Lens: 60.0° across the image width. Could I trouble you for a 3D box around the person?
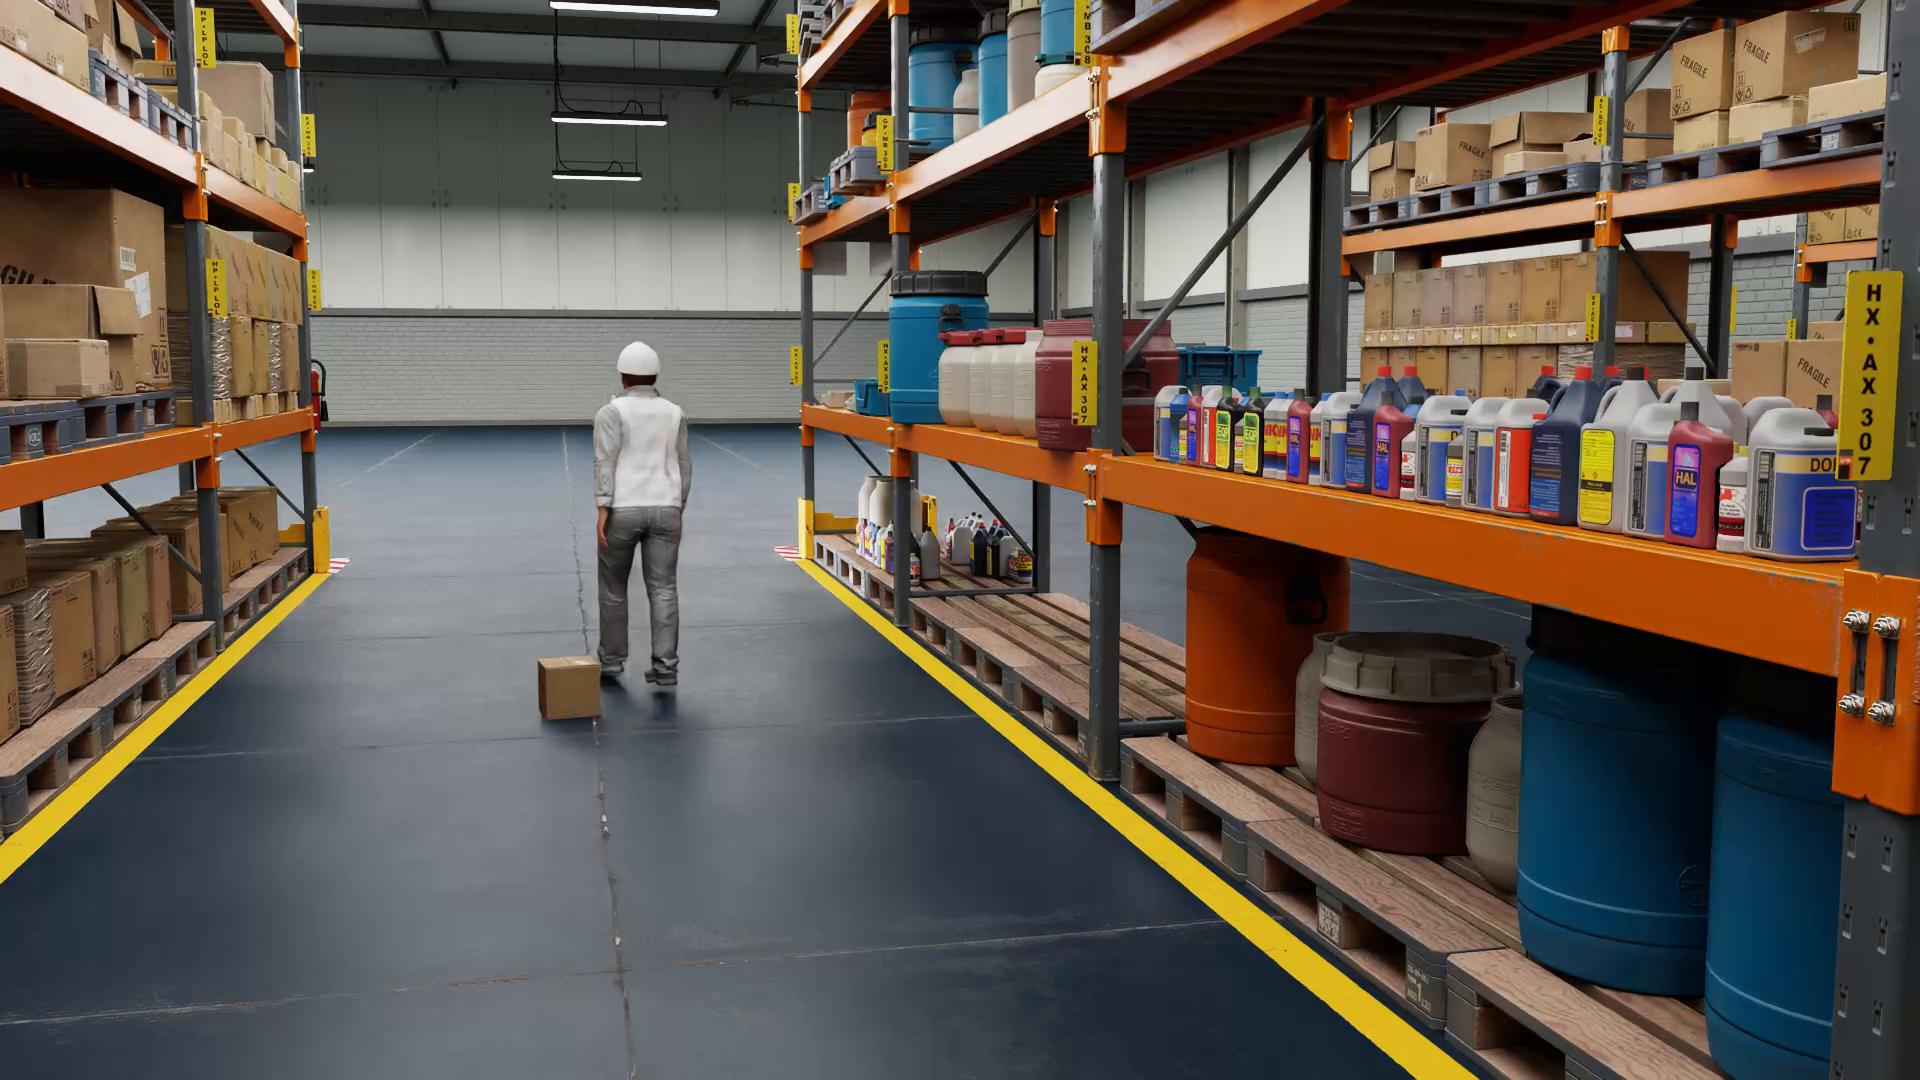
[{"bbox_3d":[-1.639,-0.134,8.587,0.565,1.767,0.813,-3,7,-27],"label":"person"}]
